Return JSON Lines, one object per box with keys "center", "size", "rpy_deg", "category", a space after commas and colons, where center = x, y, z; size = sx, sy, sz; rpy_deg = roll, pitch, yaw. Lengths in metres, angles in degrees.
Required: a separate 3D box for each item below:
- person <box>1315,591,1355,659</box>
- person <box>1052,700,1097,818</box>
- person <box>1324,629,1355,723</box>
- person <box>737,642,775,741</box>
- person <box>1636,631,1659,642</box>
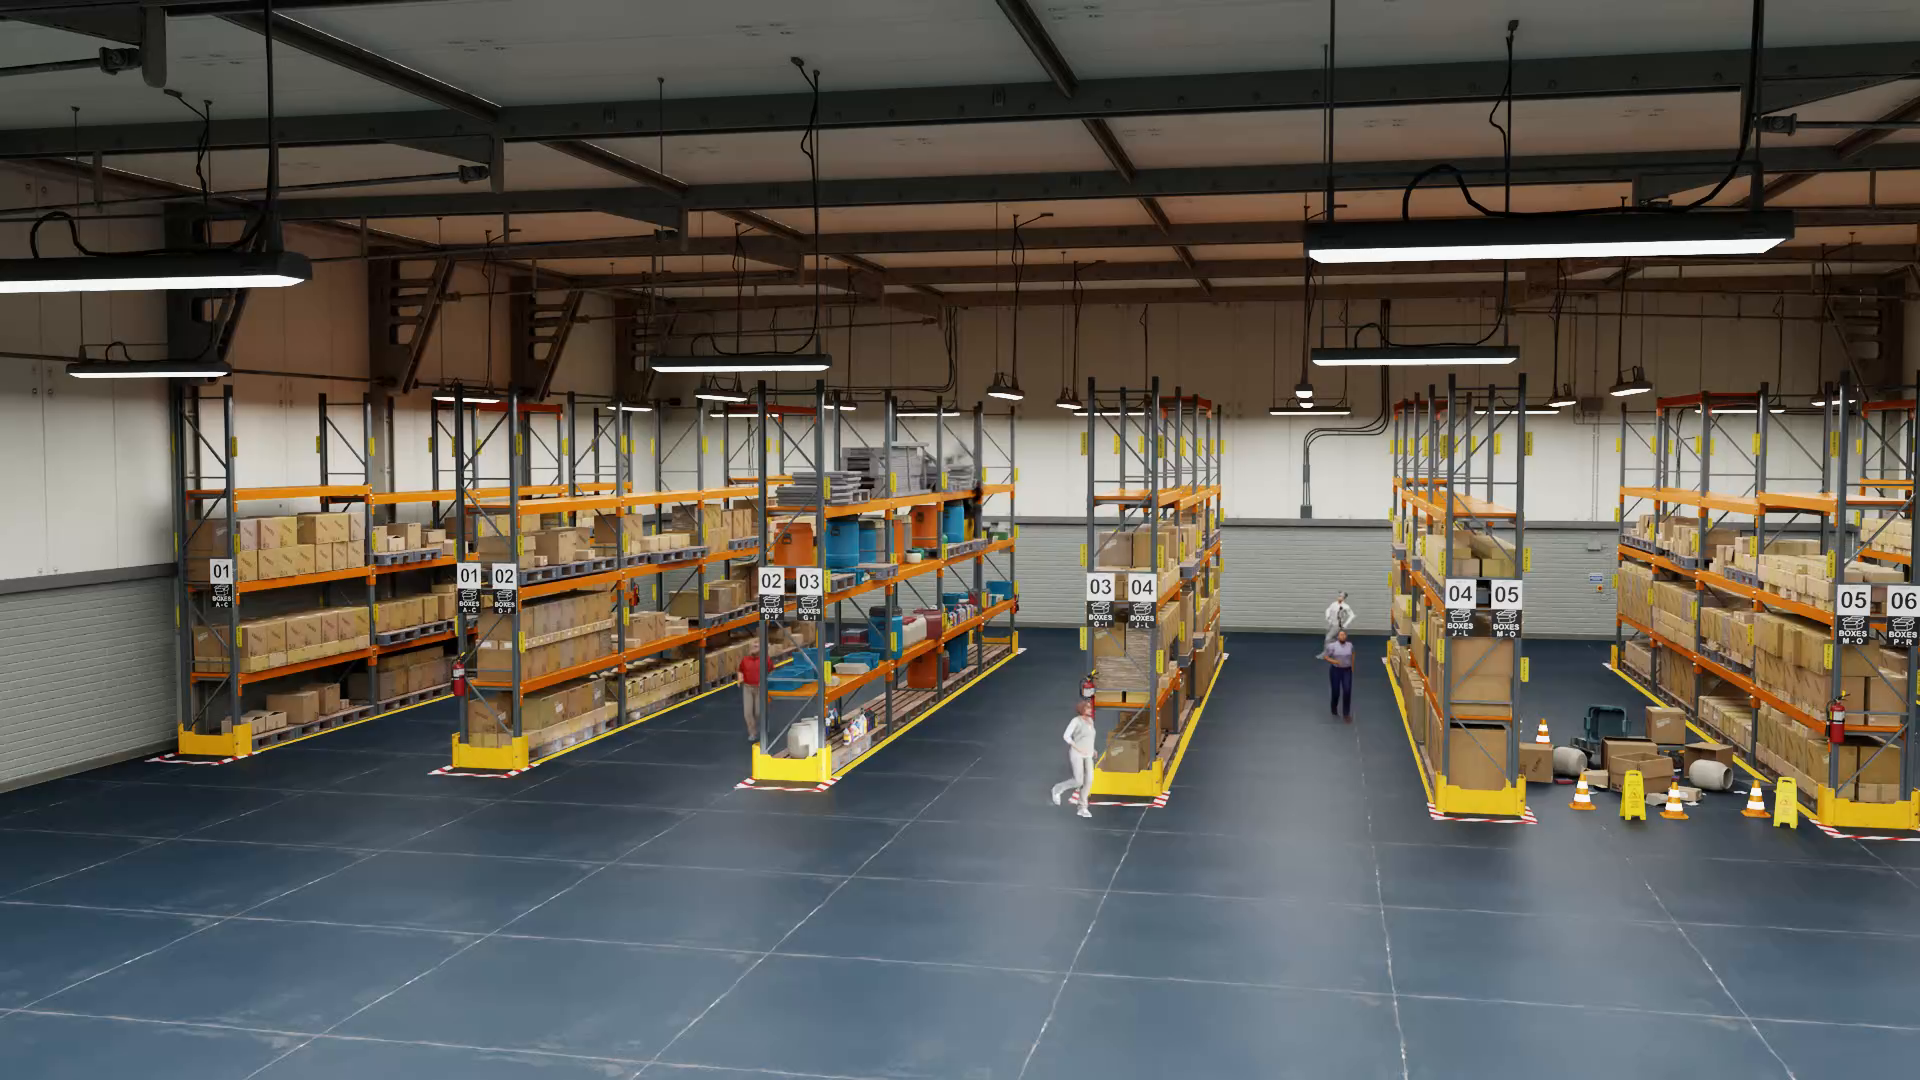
{"center": [8.796, 2.001, 39.079], "size": [0.831, 1.616, 0.684], "rpy_deg": [-2, 4, -27], "category": "person"}
{"center": [1.650, 2.961, 22.733], "size": [0.592, 1.550, 0.715], "rpy_deg": [-3, 4, -44], "category": "person"}
{"center": [6.989, 2.472, 30.585], "size": [0.598, 1.678, 0.851], "rpy_deg": [0, 3, 4], "category": "person"}
{"center": [-3.503, 2.571, 28.418], "size": [0.661, 1.672, 0.594], "rpy_deg": [0, 3, 9], "category": "person"}
{"center": [15.955, 1.941, 38.672], "size": [0.766, 1.753, 0.886], "rpy_deg": [-3, 4, -40], "category": "person"}
